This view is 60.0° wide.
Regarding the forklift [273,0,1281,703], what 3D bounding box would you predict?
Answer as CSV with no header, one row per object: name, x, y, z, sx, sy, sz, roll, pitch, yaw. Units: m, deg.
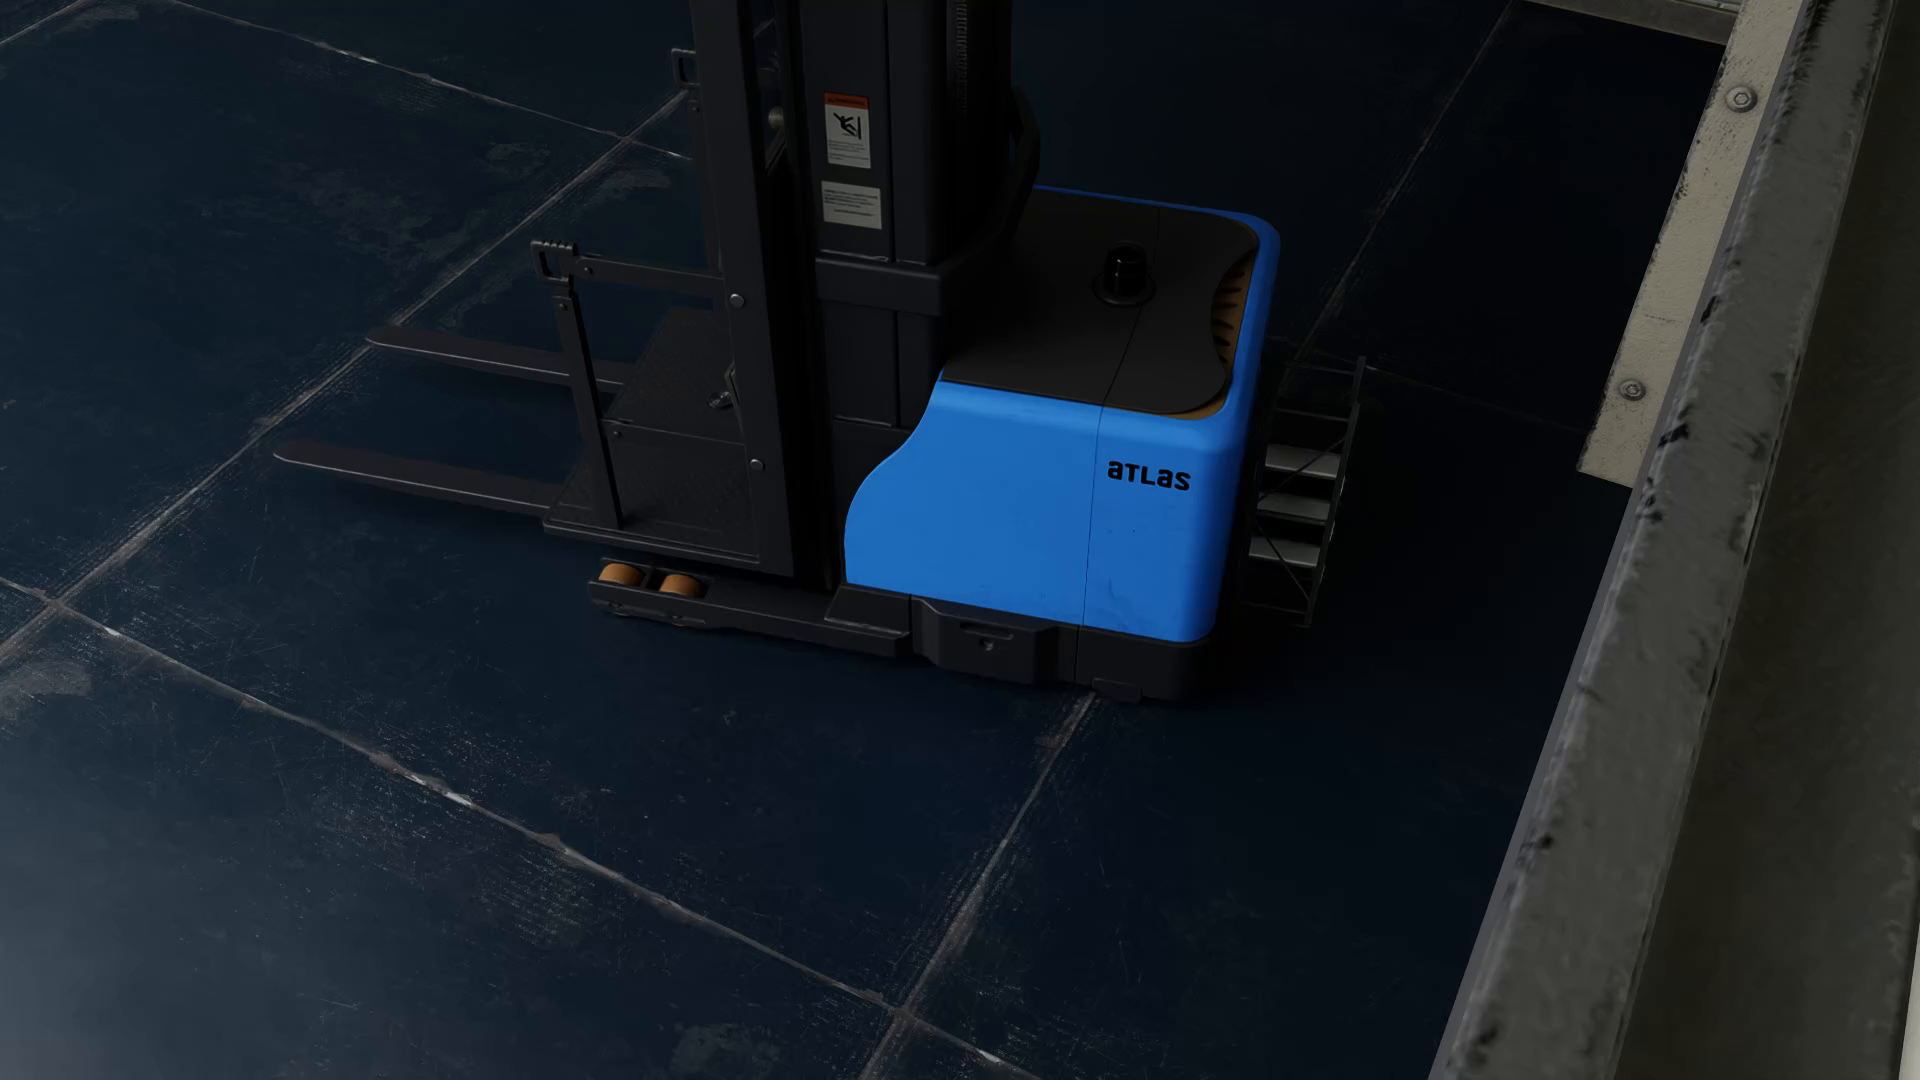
forklift,-0.644,-1.119,4.390,3.031,2.935,1.130,10,46,10

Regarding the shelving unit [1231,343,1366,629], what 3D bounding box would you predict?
shelving unit,0.976,-0.138,4.848,0.258,0.900,0.210,10,46,10

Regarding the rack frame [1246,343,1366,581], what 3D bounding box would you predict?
rack frame,1.001,-0.208,4.918,0.240,0.900,0.006,10,46,10

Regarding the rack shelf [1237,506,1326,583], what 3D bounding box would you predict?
rack shelf,0.976,0.012,5.000,0.258,0.077,0.200,10,46,10

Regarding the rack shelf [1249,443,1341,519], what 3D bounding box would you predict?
rack shelf,0.976,-0.177,4.808,0.258,0.077,0.200,10,46,10

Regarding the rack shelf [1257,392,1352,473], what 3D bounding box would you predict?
rack shelf,0.977,-0.304,4.680,0.258,0.077,0.200,10,46,10

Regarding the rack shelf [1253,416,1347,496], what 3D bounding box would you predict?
rack shelf,0.977,-0.241,4.744,0.258,0.077,0.200,10,46,10

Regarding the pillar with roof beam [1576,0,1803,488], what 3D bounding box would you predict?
pillar with roof beam,-1.521,-4.895,3.856,9.100,9.000,0.400,20,49,19

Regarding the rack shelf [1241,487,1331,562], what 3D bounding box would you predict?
rack shelf,0.976,-0.051,4.936,0.258,0.077,0.200,10,46,10

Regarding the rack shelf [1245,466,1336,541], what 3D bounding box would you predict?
rack shelf,0.976,-0.114,4.872,0.258,0.077,0.200,10,46,10

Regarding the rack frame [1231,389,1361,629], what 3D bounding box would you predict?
rack frame,0.952,-0.067,4.779,0.240,0.900,0.006,10,46,10
